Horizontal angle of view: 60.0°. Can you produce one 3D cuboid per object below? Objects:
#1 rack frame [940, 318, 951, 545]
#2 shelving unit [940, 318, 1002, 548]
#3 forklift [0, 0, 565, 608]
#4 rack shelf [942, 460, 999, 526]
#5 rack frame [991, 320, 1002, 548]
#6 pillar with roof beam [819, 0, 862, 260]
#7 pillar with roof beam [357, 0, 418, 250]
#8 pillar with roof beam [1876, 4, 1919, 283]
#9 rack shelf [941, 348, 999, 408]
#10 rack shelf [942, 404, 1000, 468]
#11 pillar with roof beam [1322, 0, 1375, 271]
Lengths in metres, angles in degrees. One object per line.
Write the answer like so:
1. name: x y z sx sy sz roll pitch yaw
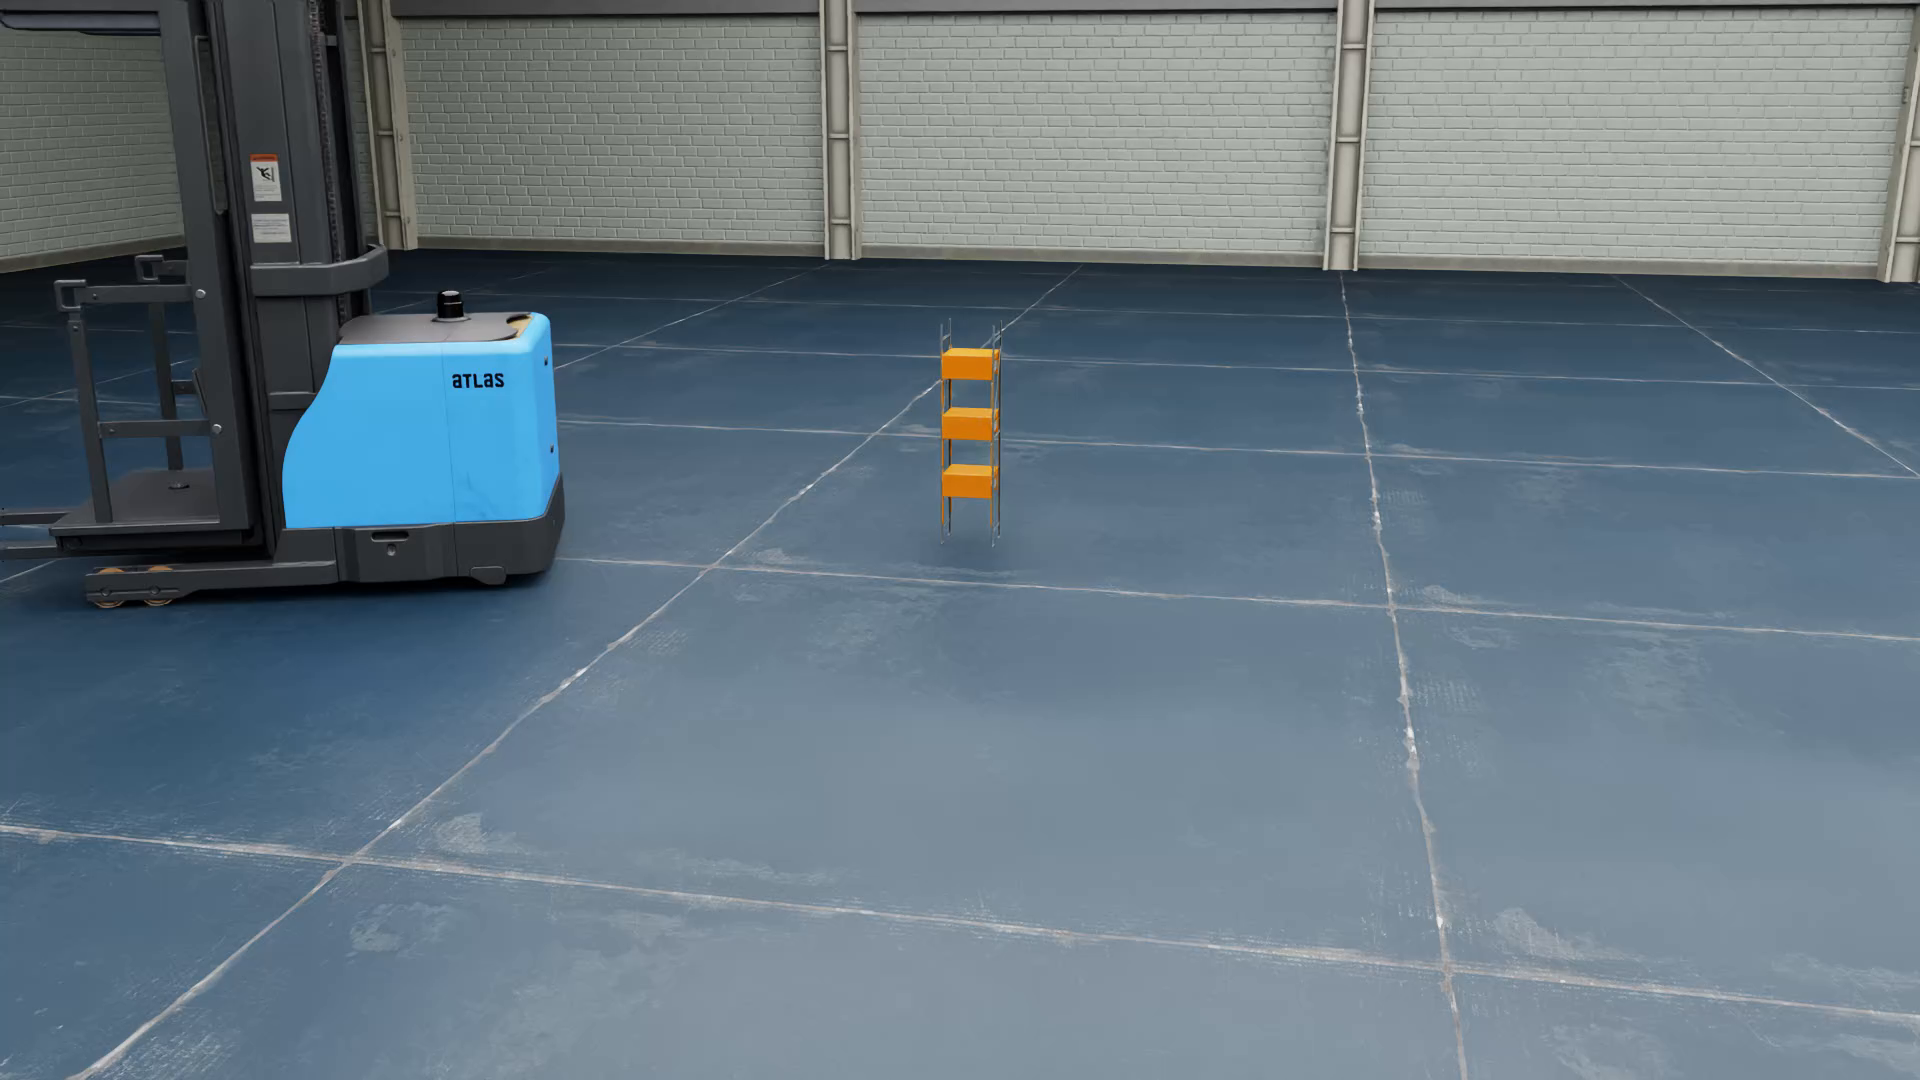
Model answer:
1. rack frame: -0.067 -0.510 7.865 0.008 1.050 0.200 3 16 11
2. shelving unit: 0.052 -0.503 7.842 0.252 1.050 0.215 3 16 11
3. forklift: -3.360 -1.278 7.115 3.031 2.935 1.130 -2 16 -8
4. rack shelf: 0.052 -0.225 7.919 0.240 0.259 0.215 3 16 11
5. rack frame: 0.172 -0.497 7.818 0.008 1.050 0.200 3 16 11
6. pillar with roof beam: -2.301 -6.695 15.303 0.400 9.000 9.100 3 16 11
7. pillar with roof beam: -8.180 -7.014 16.456 0.400 9.000 9.100 3 16 11
8. pillar with roof beam: 9.459 -6.056 12.999 0.400 9.000 9.100 3 16 11
9. rack shelf: 0.052 -0.766 7.769 0.240 0.259 0.215 3 16 11
10. rack shelf: 0.052 -0.493 7.844 0.240 0.259 0.215 3 16 11
11. pillar with roof beam: 3.579 -6.376 14.151 0.400 9.000 9.100 3 16 11
